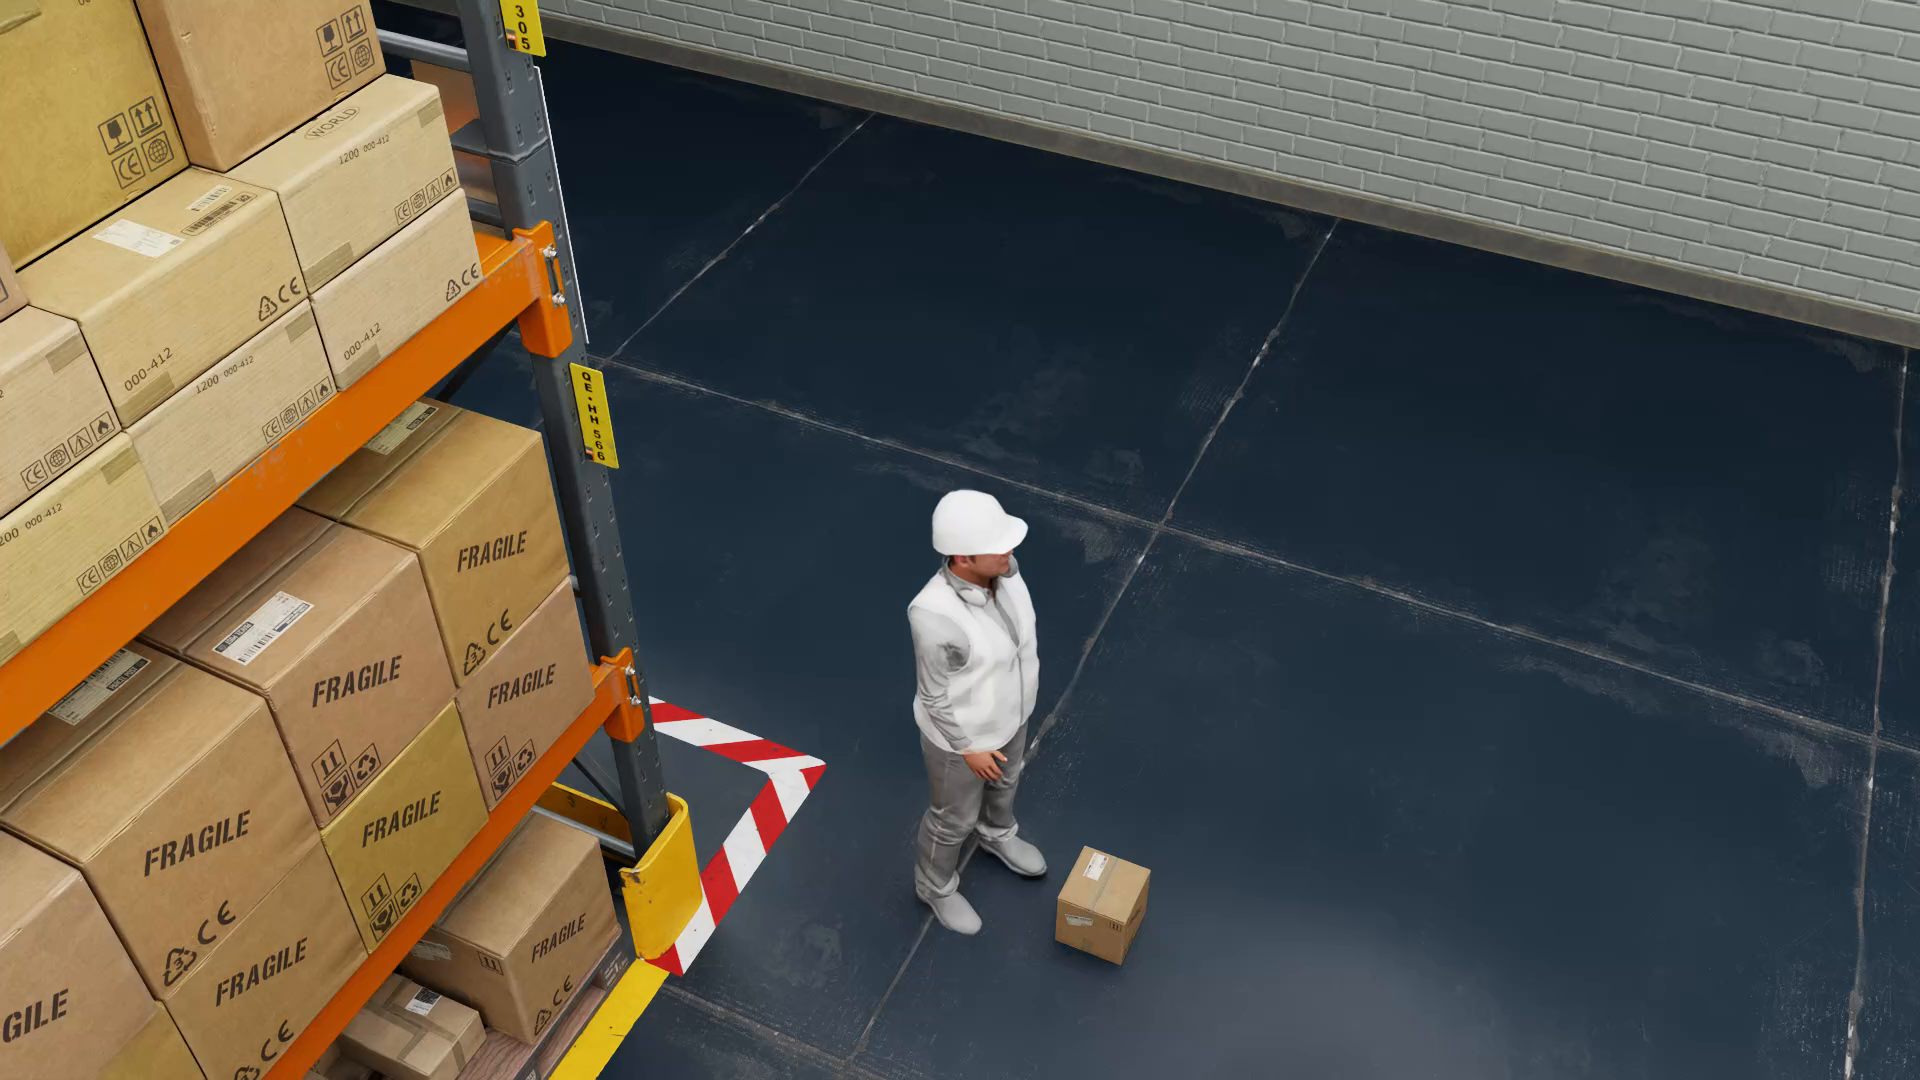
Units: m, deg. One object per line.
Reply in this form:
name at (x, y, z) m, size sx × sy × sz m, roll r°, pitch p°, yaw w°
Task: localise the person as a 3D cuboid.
person at (0.084, 0.571, 5.500) m, size 0.394 × 1.803 × 0.544 m, roll 23°, pitch 47°, yaw 24°
